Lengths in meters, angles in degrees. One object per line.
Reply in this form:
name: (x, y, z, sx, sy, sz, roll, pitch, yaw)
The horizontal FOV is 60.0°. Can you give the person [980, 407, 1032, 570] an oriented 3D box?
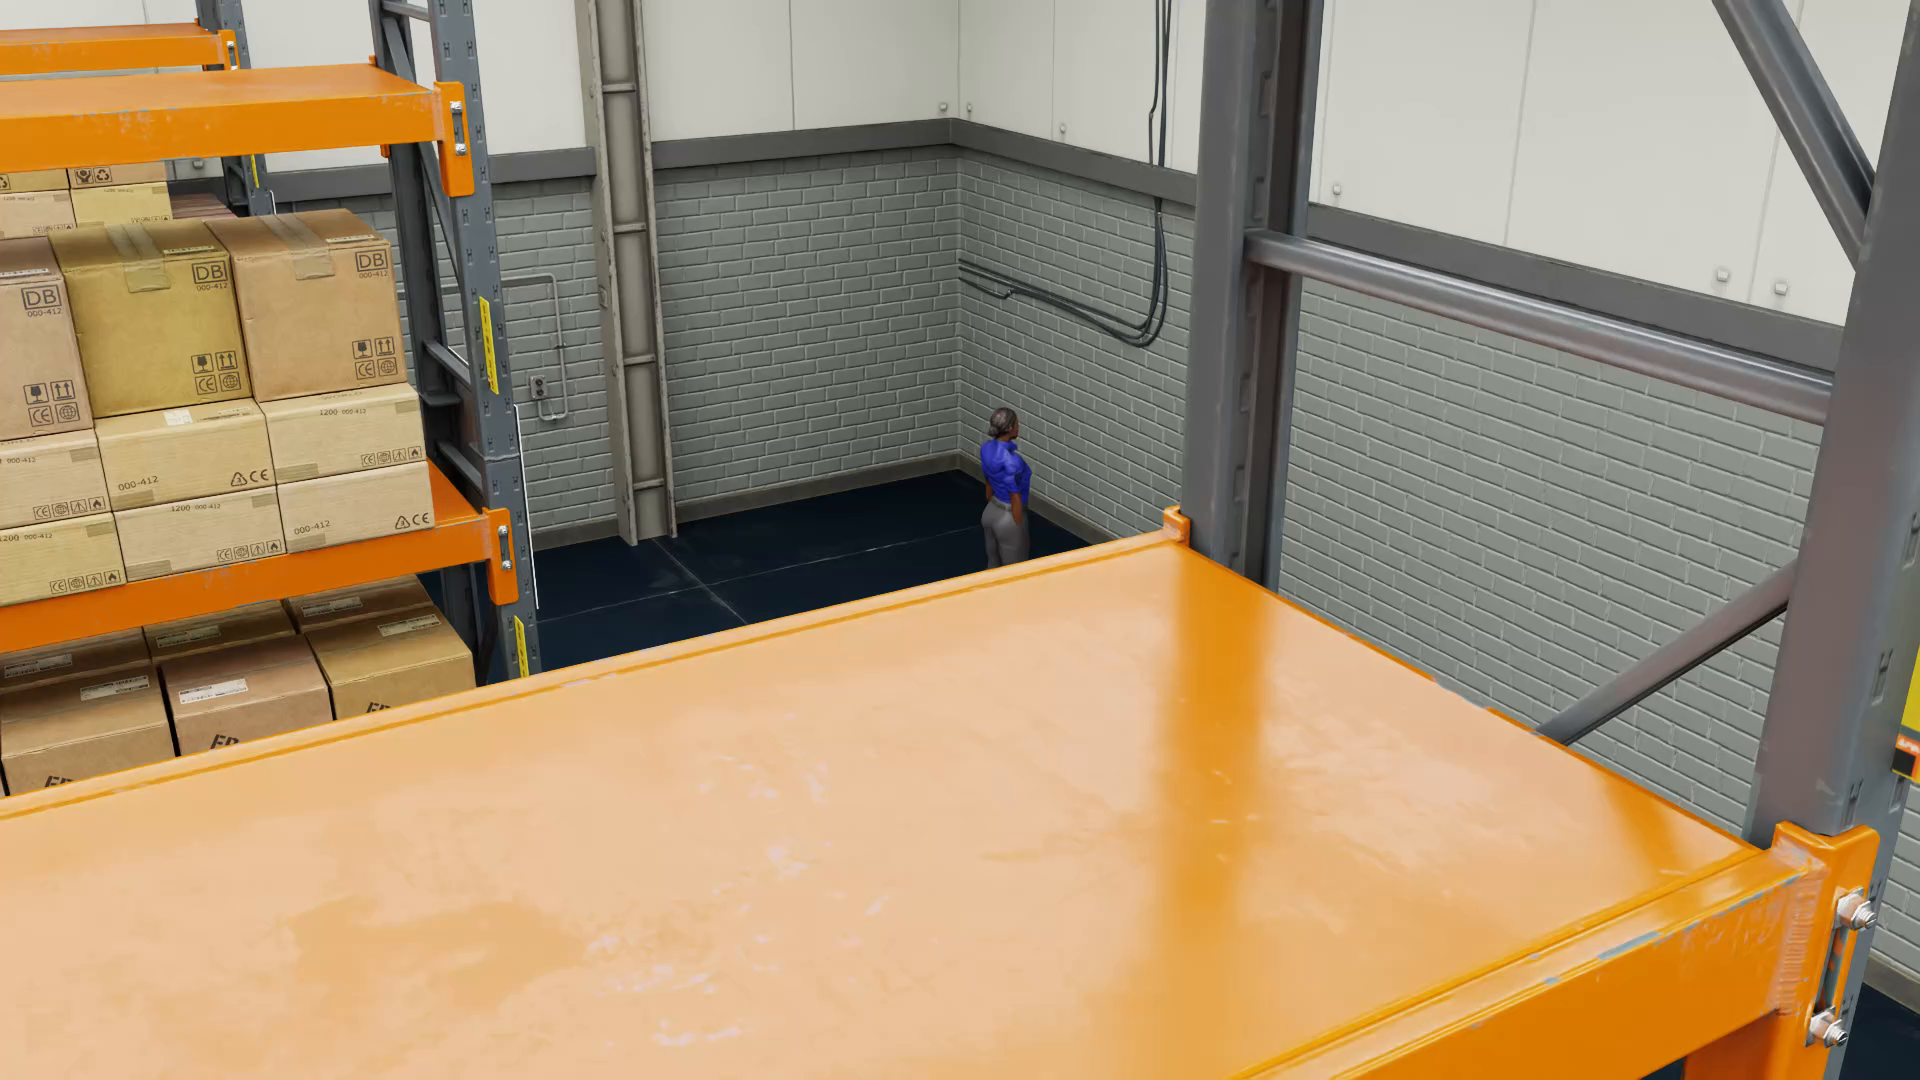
person: (0.310, -0.116, 11.390, 0.304, 1.656, 0.435, -12, 25, -27)
